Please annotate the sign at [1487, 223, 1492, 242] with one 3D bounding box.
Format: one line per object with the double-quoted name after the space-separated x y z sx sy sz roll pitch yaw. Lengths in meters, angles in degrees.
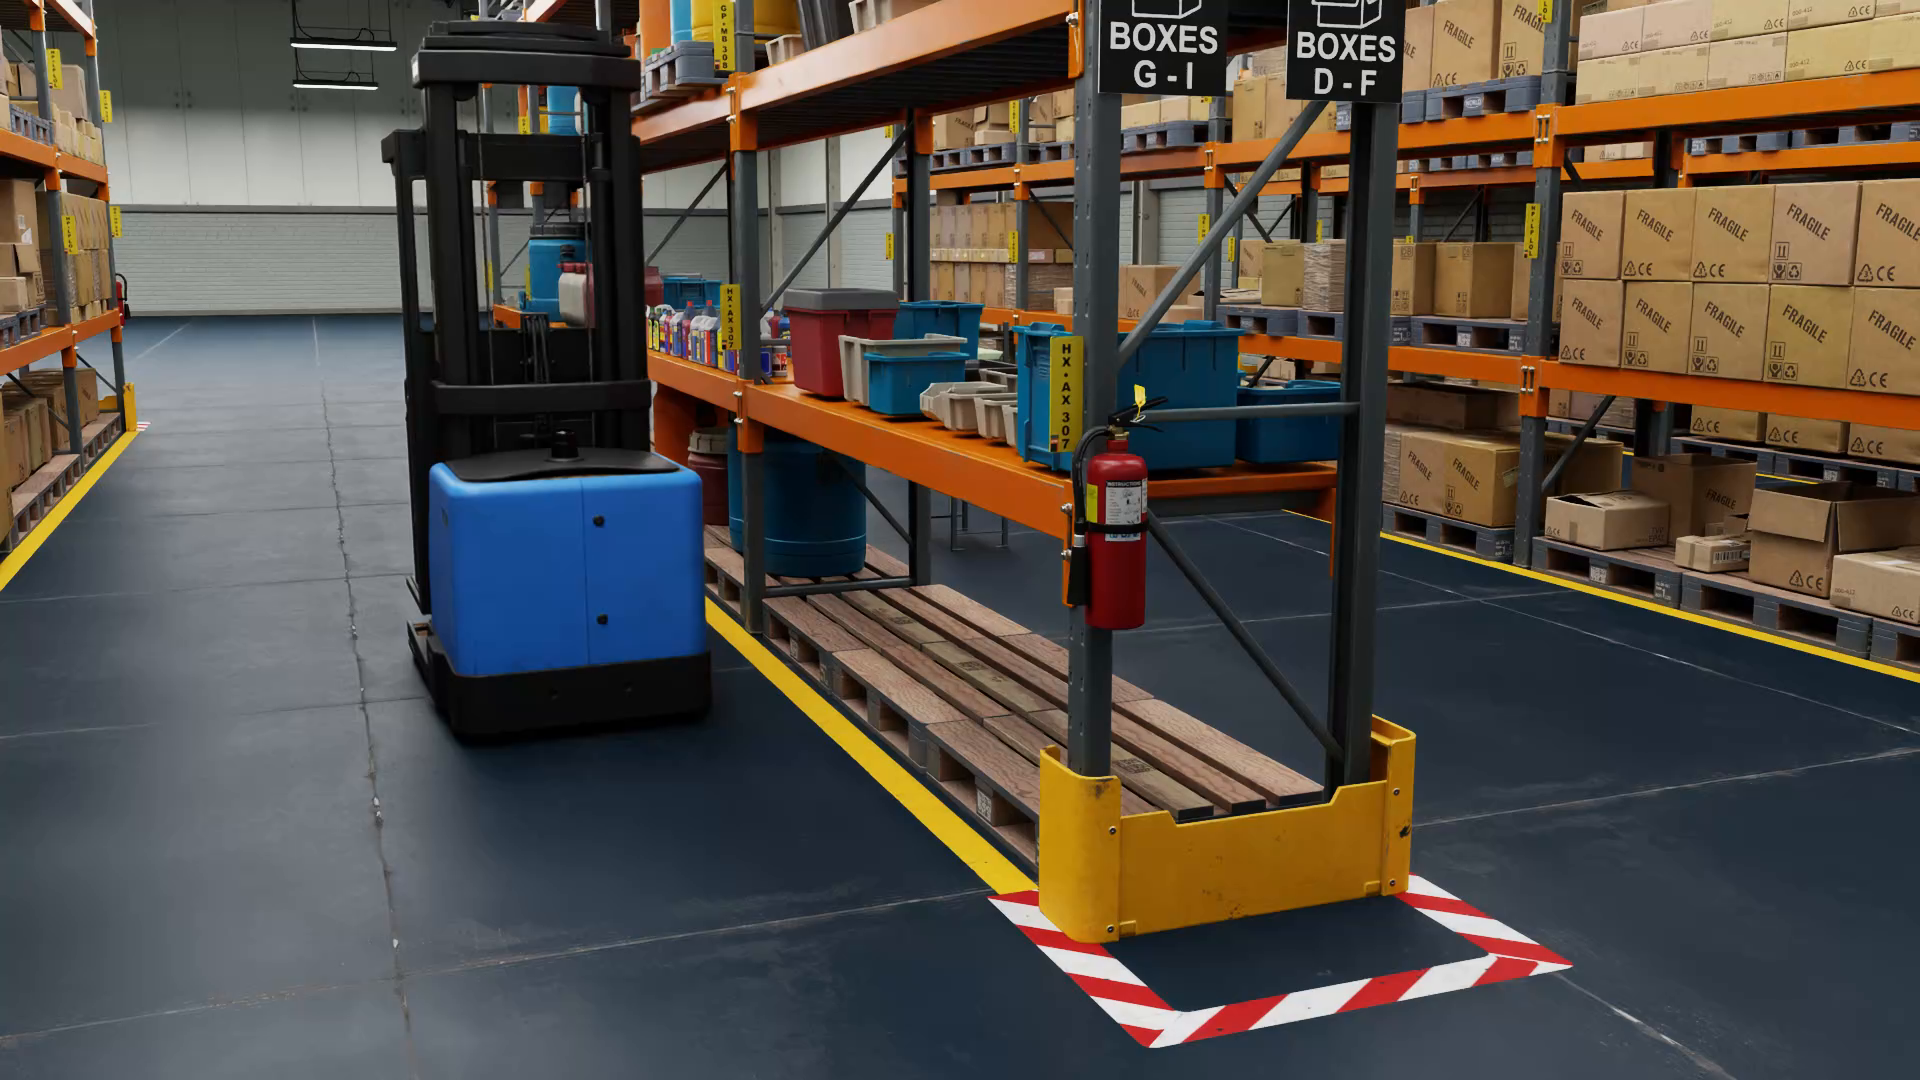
6.209 -3.562 19.573 0.100 0.325 0.005 -4 11 -21 "sign"

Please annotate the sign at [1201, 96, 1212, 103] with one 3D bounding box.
2.007 -3.725 13.527 0.100 0.325 0.005 -4 11 -21 "sign"

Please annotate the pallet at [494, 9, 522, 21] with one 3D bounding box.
-4.311 -5.323 17.333 1.003 0.211 1.213 -4 11 -21 "pallet"

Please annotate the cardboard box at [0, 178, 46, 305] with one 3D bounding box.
-8.000 -2.377 13.303 1.000 1.000 1.000 -4 11 -21 "cardboard box"

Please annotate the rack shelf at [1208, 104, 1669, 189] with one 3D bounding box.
3.252 -2.784 11.997 1.077 0.370 4.000 -4 11 -21 "rack shelf"

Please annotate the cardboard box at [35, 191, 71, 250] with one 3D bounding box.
-8.083 -2.791 14.553 0.500 0.500 0.500 -4 11 -21 "cardboard box"

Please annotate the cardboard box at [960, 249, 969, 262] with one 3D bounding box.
0.221 -3.291 19.218 0.380 0.149 0.250 -4 11 -19 "cardboard box"

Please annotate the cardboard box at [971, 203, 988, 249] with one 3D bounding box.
0.545 -3.565 18.908 0.700 0.500 0.500 -4 11 -21 "cardboard box"

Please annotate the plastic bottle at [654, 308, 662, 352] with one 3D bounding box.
-1.978 -1.388 10.991 0.061 0.283 0.133 -4 11 -21 "plastic bottle"

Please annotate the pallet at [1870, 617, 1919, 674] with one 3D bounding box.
5.109 0.548 7.736 1.003 0.211 1.213 -4 11 -21 "pallet"

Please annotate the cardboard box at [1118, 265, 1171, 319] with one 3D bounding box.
1.713 -2.396 16.040 0.500 0.500 0.500 -4 11 -21 "cardboard box"

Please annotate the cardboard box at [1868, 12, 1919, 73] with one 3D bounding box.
4.630 -2.316 7.736 0.500 0.250 0.500 -4 11 -21 "cardboard box"

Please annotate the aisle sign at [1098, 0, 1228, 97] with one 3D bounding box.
0.561 -1.618 4.529 0.394 0.787 0.004 -4 11 -21 "aisle sign"

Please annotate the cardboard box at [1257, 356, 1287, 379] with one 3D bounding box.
4.410 -2.383 22.674 0.500 0.311 0.500 -5 11 -27 "cardboard box"

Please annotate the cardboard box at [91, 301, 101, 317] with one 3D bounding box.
-8.669 -2.271 16.337 0.380 0.149 0.250 -4 11 -21 "cardboard box"

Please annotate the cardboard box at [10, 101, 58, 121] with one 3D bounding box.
-7.988 -3.685 14.295 0.380 0.149 0.250 -4 11 -23 "cardboard box"

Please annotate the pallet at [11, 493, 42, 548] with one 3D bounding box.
-6.989 -0.115 11.463 1.003 0.211 1.213 -4 11 -21 "pallet"

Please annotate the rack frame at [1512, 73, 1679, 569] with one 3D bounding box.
3.976 -1.335 10.362 1.000 3.000 0.127 -4 11 -21 "rack frame"

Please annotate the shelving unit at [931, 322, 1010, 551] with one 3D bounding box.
-0.002 -0.739 11.295 0.431 1.500 0.755 -4 11 -21 "shelving unit"

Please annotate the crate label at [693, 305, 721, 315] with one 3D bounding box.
-1.895 -1.685 12.803 0.303 0.233 0.416 -4 11 -21 "crate label"

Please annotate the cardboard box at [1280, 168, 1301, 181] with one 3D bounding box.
4.485 -4.900 21.494 0.500 0.500 0.500 -3 11 -18 "cardboard box"

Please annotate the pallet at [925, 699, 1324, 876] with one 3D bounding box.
0.545 0.867 5.942 1.003 0.211 1.213 -4 11 -21 "pallet"

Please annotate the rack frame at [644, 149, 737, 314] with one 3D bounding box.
-2.091 -1.674 12.268 1.000 3.000 0.127 -4 11 -21 "rack frame"

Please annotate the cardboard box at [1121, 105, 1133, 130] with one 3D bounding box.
1.713 -3.935 15.640 0.500 0.250 0.500 -5 11 -26 "cardboard box"

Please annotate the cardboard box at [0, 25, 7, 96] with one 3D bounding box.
-7.007 -3.390 11.635 0.500 0.500 0.500 -4 11 -23 "cardboard box"

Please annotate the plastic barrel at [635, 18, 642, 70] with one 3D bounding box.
-2.187 -3.546 12.793 0.600 0.901 0.600 0 10 0 "plastic barrel"

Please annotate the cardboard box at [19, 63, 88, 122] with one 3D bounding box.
-8.809 -4.348 16.169 0.500 0.500 0.500 -4 11 -21 "cardboard box"

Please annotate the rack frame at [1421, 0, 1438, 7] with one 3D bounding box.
5.693 -5.910 18.948 1.000 3.000 0.127 -4 11 -21 "rack frame"

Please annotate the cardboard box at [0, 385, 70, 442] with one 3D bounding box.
-8.479 -1.150 15.258 0.500 0.500 0.500 0 10 -3 "cardboard box"

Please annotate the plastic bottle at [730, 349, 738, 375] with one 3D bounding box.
-1.212 -1.043 9.050 0.061 0.283 0.133 -4 11 -21 "plastic bottle"

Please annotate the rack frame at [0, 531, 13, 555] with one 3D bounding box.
-6.708 -1.360 10.501 1.000 3.000 0.127 -4 11 -21 "rack frame"

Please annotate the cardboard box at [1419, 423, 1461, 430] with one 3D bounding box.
3.650 -0.584 12.019 0.500 0.500 0.500 -4 11 -20 "cardboard box"

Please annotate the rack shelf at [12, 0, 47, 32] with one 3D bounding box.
-7.432 -4.089 11.909 1.077 0.370 4.000 -4 11 -21 "rack shelf"

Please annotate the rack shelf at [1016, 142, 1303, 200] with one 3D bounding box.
1.802 -3.437 15.668 1.077 0.370 4.000 -4 11 -21 "rack shelf"

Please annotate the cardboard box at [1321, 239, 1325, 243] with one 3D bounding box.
4.686 -3.568 21.141 0.500 0.500 0.500 -4 11 -19 "cardboard box"

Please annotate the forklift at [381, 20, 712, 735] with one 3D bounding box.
-2.096 -0.869 7.934 1.130 2.935 3.031 -4 11 -23 "forklift"

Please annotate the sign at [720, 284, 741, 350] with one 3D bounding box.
-1.155 -1.123 8.379 0.100 0.325 0.005 -4 11 -21 "sign"

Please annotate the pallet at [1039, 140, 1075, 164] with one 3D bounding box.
1.409 -3.881 16.652 0.805 0.209 1.217 -4 11 -23 "pallet"

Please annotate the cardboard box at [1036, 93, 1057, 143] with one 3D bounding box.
1.141 -4.542 17.938 0.500 0.500 0.500 -3 11 -16 "cardboard box"

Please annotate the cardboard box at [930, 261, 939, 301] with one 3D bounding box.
-0.020 -3.181 20.451 0.700 0.500 0.500 -4 11 -19 "cardboard box"

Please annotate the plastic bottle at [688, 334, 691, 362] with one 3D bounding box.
-1.601 -1.186 10.092 0.097 0.201 0.097 0 10 0 "plastic bottle"

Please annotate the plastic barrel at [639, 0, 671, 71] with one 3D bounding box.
-1.888 -3.477 11.409 0.600 0.830 0.708 -4 11 -21 "plastic barrel"

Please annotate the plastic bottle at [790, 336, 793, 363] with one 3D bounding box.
-0.932 -1.202 9.965 0.152 0.276 0.135 -4 11 -21 "plastic bottle"

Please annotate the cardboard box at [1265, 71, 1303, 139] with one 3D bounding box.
2.901 -3.362 12.904 0.910 0.500 0.500 -4 11 -21 "cardboard box"

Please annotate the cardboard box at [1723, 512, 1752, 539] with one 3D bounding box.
4.719 -0.031 9.449 0.500 0.311 0.500 -4 11 -21 "cardboard box"

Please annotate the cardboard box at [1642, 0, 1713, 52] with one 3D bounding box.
4.104 -2.808 9.075 0.500 0.250 0.500 -4 11 -21 "cardboard box"

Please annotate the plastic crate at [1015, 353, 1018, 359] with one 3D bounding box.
0.439 -0.641 6.764 0.416 0.233 0.300 -4 11 -21 "plastic crate"

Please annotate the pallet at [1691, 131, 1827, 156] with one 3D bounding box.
7.425 -3.585 14.985 1.213 0.211 1.003 -3 11 -18 "pallet"

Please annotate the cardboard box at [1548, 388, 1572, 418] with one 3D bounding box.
6.548 -1.574 17.585 0.700 0.500 0.500 -4 11 -21 "cardboard box"

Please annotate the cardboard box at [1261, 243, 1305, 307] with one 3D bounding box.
2.860 -2.148 13.449 0.700 0.500 0.500 -9 13 -40 "cardboard box"

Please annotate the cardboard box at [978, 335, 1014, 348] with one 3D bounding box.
0.351 -2.089 19.109 0.500 0.500 0.500 -4 11 -21 "cardboard box"

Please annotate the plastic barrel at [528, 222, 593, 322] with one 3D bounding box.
-3.683 -2.492 15.432 0.600 0.901 0.708 -4 11 -21 "plastic barrel"

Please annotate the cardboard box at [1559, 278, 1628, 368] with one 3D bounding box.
3.907 -1.284 9.788 0.500 0.500 0.500 -4 11 -19 "cardboard box"

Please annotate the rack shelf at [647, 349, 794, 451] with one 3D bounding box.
-1.366 -0.994 10.496 1.077 0.370 4.000 -4 11 -21 "rack shelf"

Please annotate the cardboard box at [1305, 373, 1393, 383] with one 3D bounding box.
3.109 -1.197 13.322 0.500 0.250 0.500 -3 11 -19 "cardboard box"
